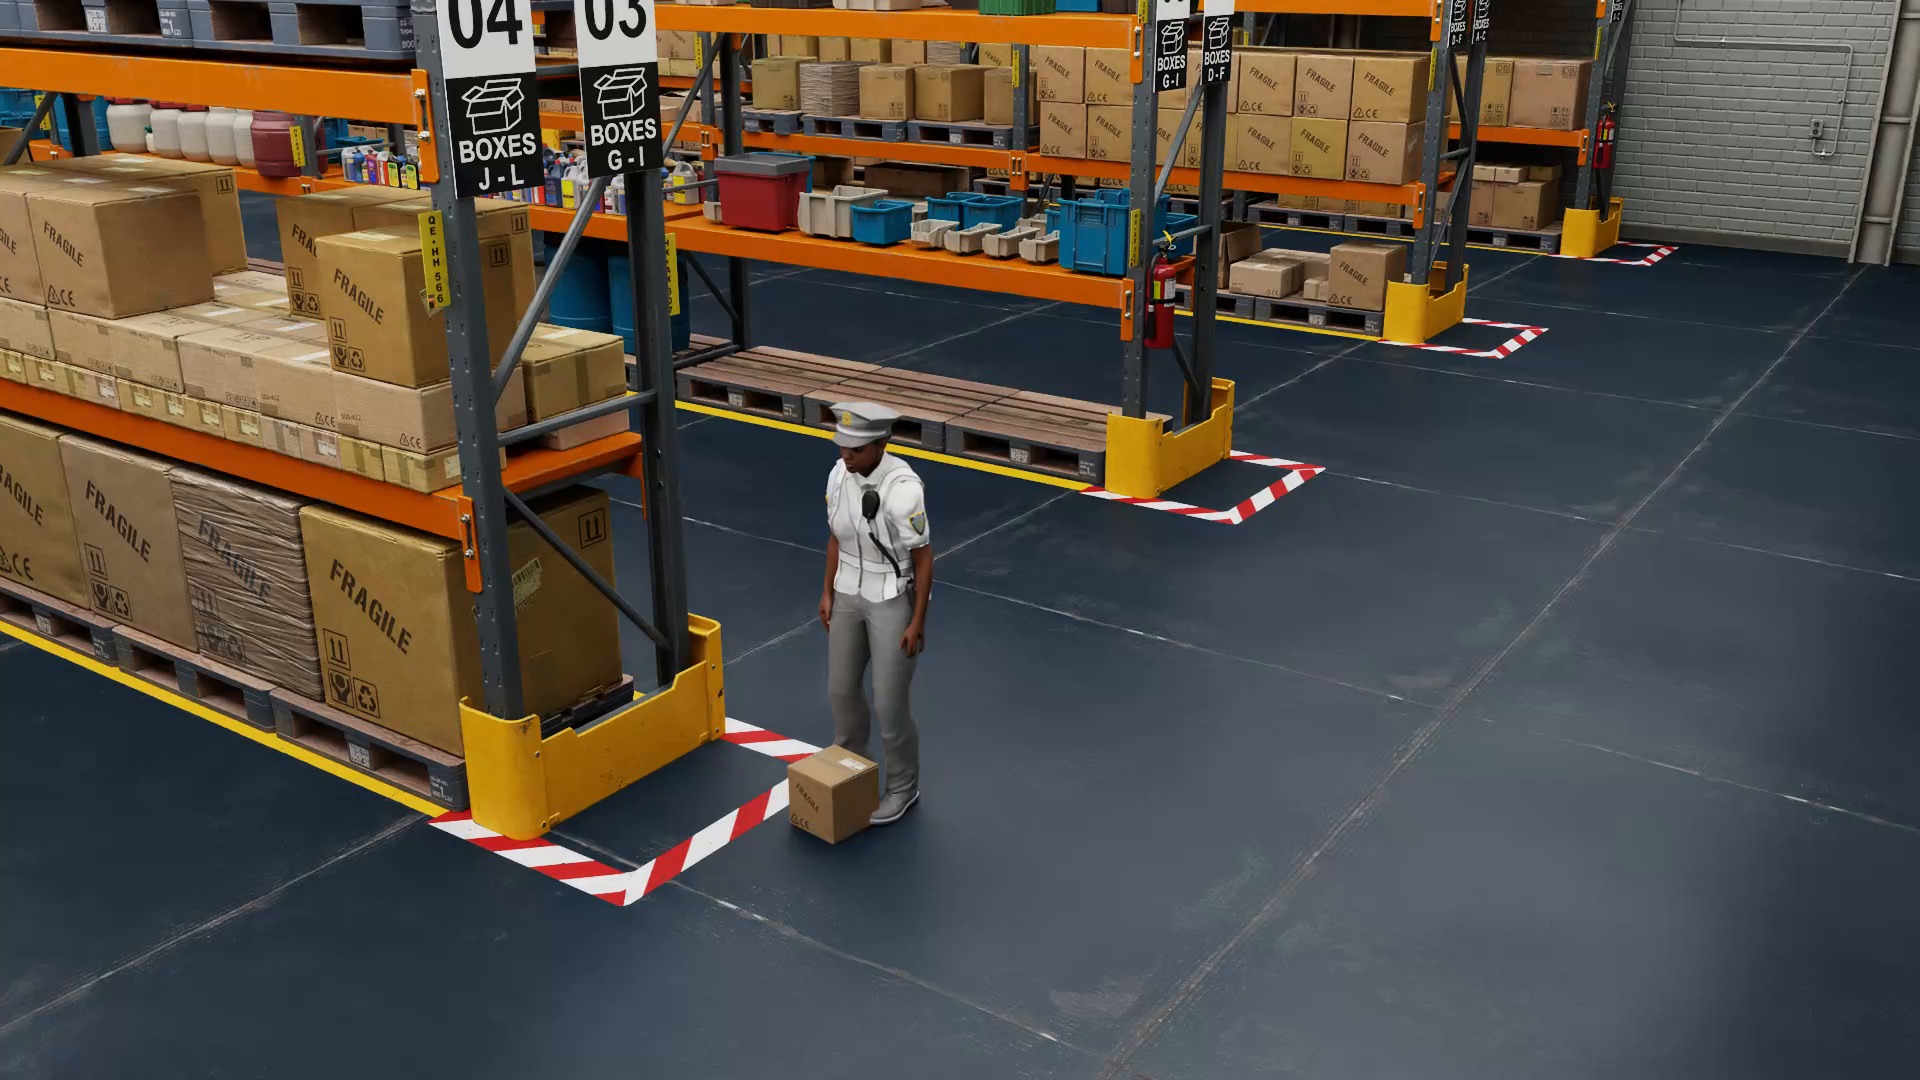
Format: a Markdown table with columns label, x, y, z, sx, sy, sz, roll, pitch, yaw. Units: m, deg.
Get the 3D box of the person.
| label | x | y | z | sx | sy | sz | roll | pitch | yaw |
| --- | --- | --- | --- | --- | --- | --- | --- | --- | --- |
| person | -0.339 | 0.257 | 6.365 | 0.530 | 1.660 | 0.398 | 15 | 25 | 35 |
